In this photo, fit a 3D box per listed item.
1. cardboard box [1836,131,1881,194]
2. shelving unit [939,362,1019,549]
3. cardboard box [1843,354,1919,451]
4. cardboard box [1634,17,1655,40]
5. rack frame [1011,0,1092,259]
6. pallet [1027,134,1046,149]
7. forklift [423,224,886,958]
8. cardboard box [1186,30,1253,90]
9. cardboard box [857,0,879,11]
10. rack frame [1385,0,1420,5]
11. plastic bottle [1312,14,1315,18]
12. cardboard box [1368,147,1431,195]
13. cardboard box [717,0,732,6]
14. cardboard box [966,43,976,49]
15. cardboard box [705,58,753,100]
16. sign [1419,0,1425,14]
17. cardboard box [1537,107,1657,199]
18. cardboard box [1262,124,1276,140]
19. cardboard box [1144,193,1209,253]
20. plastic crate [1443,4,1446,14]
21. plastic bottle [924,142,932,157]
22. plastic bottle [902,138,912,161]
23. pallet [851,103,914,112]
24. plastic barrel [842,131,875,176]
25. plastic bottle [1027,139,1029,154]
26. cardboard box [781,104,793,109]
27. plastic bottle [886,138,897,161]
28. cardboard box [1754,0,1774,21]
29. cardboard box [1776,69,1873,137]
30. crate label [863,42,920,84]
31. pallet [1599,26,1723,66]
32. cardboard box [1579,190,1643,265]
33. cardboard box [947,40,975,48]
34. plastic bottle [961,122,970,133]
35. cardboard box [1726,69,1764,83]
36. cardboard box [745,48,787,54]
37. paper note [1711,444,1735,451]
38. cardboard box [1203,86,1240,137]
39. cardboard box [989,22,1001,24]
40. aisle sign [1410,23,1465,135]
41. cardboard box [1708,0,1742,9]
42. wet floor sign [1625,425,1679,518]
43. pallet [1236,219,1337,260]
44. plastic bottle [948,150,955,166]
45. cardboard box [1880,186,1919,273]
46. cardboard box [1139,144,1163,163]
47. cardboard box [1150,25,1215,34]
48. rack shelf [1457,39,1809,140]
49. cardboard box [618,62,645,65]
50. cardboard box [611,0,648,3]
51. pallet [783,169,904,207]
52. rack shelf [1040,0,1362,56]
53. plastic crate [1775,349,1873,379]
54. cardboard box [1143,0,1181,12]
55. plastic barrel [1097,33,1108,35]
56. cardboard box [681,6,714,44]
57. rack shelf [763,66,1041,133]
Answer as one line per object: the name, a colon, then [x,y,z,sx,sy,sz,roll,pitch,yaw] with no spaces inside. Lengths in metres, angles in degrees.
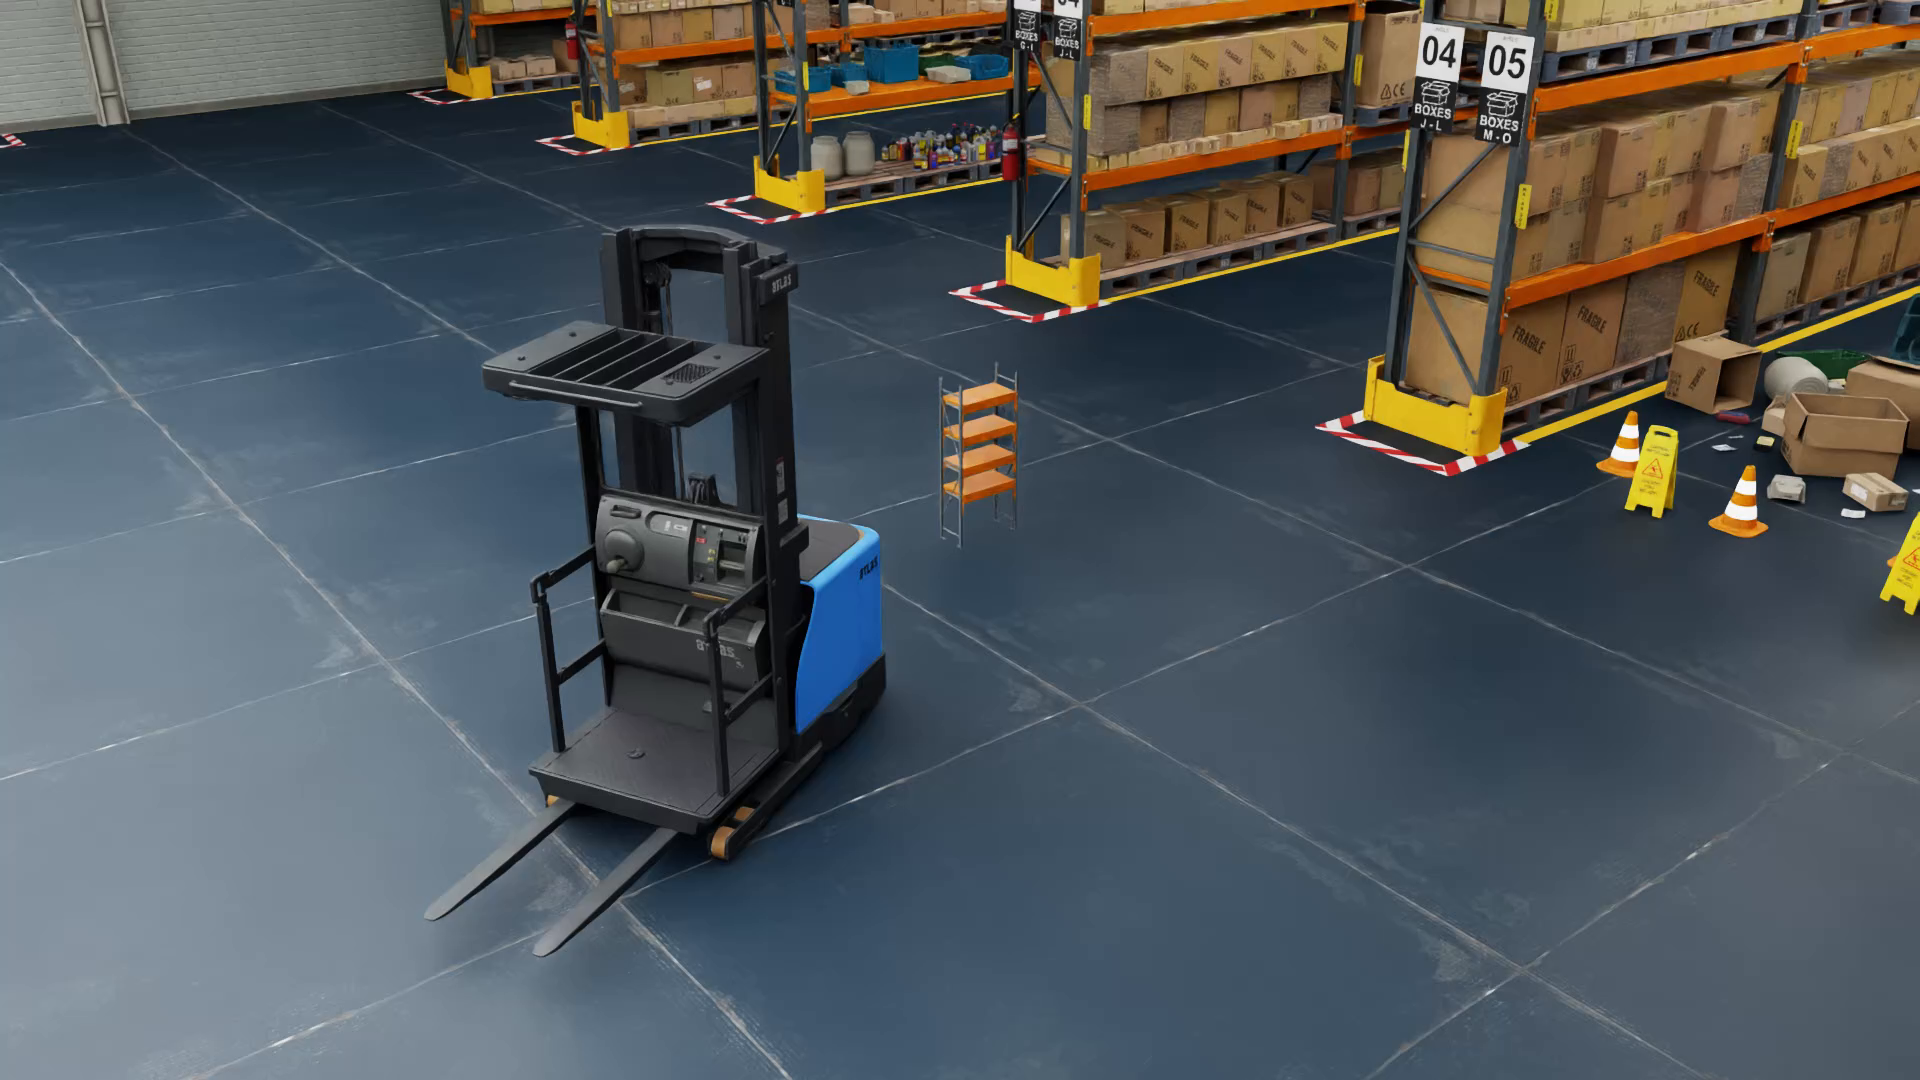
cardboard box: [8.392,-3.645,15.922,0.500,0.500,0.500,-18,31,-34]
shelving unit: [0.130,-0.587,11.590,0.503,1.200,0.258,-18,31,-34]
cardboard box: [7.558,-1.109,13.381,0.503,0.637,0.797,-18,31,-34]
cardboard box: [5.135,-3.980,12.881,0.250,0.149,0.380,-18,30,-34]
rack frame: [0.892,-3.922,16.638,0.127,3.000,1.000,-18,31,-34]
pallet: [1.577,-5.554,23.466,1.213,0.211,1.003,-18,31,-34]
forklift: [-1.504,0.061,8.136,1.130,2.935,3.031,11,27,22]
cardboard box: [2.673,-4.998,17.297,0.500,0.500,0.500,-18,31,-34]
cardboard box: [-1.492,-8.472,26.601,0.258,0.266,0.396,-19,31,-35]
rack frame: [7.278,-8.680,26.890,0.127,3.000,1.000,-18,31,-34]
plastic bottle: [5.350,-7.793,25.117,0.133,0.283,0.061,-18,31,-34]
cardboard box: [5.363,-4.442,20.205,0.500,0.500,0.700,-21,32,-38]
cardboard box: [-3.566,-7.974,24.479,0.250,0.149,0.380,-18,30,-34]
cardboard box: [0.412,-8.126,27.796,0.500,0.311,0.500,-19,31,-35]
cardboard box: [-3.477,-6.942,25.022,0.500,0.500,0.500,-18,31,-34]
sign: [3.549,-4.162,12.635,0.005,0.325,0.100,-18,31,-34]
cardboard box: [5.089,-3.168,13.552,0.550,0.550,0.875,-18,31,-34]
cardboard box: [3.209,-4.464,18.104,0.250,0.149,0.380,-18,31,-34]
cardboard box: [2.347,-3.458,18.109,0.500,0.500,0.500,-15,29,-29]
plastic crate: [7.733,-8.661,27.091,0.243,0.136,0.396,-18,31,-34]
plastic bottle: [-0.429,-5.223,22.243,0.097,0.201,0.097,0,25,0]
plastic bottle: [-0.708,-5.174,22.039,0.133,0.283,0.061,-18,31,-34]
pallet: [-1.515,-7.183,26.977,1.213,0.211,1.003,-18,31,-34]
plastic barrel: [-1.299,-4.951,21.312,0.421,0.512,0.421,0,25,0]
plastic bottle: [0.890,-5.335,22.483,0.097,0.201,0.097,0,25,0]
cardboard box: [-2.700,-6.868,25.752,0.500,0.250,0.500,-18,31,-34]
plastic bottle: [-0.909,-5.189,22.072,0.133,0.283,0.061,-17,30,-33]
cardboard box: [6.530,-4.441,13.872,0.250,0.149,0.380,-18,30,-33]
cardboard box: [8.209,-4.187,15.902,0.500,0.500,0.700,-18,30,-34]
crate label: [-0.883,-6.147,21.389,0.616,0.435,0.502,-18,31,-34]
pallet: [5.411,-4.088,13.537,1.213,0.211,1.003,-18,31,-34]
cardboard box: [5.074,-2.686,13.796,0.550,0.550,0.875,-18,31,-34]
cardboard box: [0.076,-8.302,28.177,0.500,0.311,0.500,-19,31,-35]
plastic bottle: [0.092,-5.528,22.721,0.185,0.351,0.144,-17,30,-33]
cardboard box: [10.903,-6.411,24.025,0.875,0.875,0.875,-18,31,-34]
cardboard box: [-3.017,-7.378,25.961,0.500,0.500,0.500,-18,31,-34]
paper note: [6.122,-0.739,13.309,0.142,0.017,0.144,-8,26,-16]
cardboard box: [2.482,-4.647,17.728,0.500,0.500,0.875,-18,31,-34]
cardboard box: [0.734,-10.965,33.869,0.750,0.750,0.750,-18,30,-33]
aisle sign: [3.632,-3.513,12.668,0.004,0.787,0.394,-18,31,-34]
cardboard box: [5.999,-4.482,13.488,0.500,0.250,0.500,-19,31,-34]
wet floor sign: [5.072,-0.521,12.107,0.267,0.644,0.232,21,32,37]
pallet: [3.533,-3.510,19.062,1.213,0.211,1.003,-18,31,-34]
plastic bottle: [-0.119,-5.002,21.765,0.097,0.201,0.097,0,25,0]
cardboard box: [9.633,-3.372,17.627,0.750,0.750,1.050,-19,31,-35]
cardboard box: [1.862,-3.994,17.090,0.250,0.149,0.380,-18,31,-34]
cardboard box: [2.355,-5.169,17.664,0.500,0.500,0.500,-18,31,-34]
rack shelf: [5.447,-3.807,13.680,4.000,0.370,1.077,-18,31,-34]
cardboard box: [-5.922,-8.667,29.308,0.500,0.500,0.500,-21,32,-38]
cardboard box: [-4.801,-7.969,23.698,0.500,0.500,0.700,-18,30,-34]
pallet: [-1.491,-4.543,21.287,1.213,0.211,1.003,-18,31,-34]
rack shelf: [2.466,-5.476,17.277,4.000,0.370,1.077,-18,31,-34]
plastic crate: [7.692,-1.563,14.827,0.662,0.188,0.450,-3,15,-7]
cardboard box: [1.832,-5.390,16.416,0.500,0.250,0.500,-19,31,-35]
plastic barrel: [1.871,-6.839,22.762,0.433,0.535,0.433,0,25,0]
cardboard box: [-4.038,-7.632,24.513,0.500,0.500,0.700,-18,30,-34]
rack shelf: [-0.591,-5.756,21.444,4.000,0.370,1.077,-18,31,-34]
